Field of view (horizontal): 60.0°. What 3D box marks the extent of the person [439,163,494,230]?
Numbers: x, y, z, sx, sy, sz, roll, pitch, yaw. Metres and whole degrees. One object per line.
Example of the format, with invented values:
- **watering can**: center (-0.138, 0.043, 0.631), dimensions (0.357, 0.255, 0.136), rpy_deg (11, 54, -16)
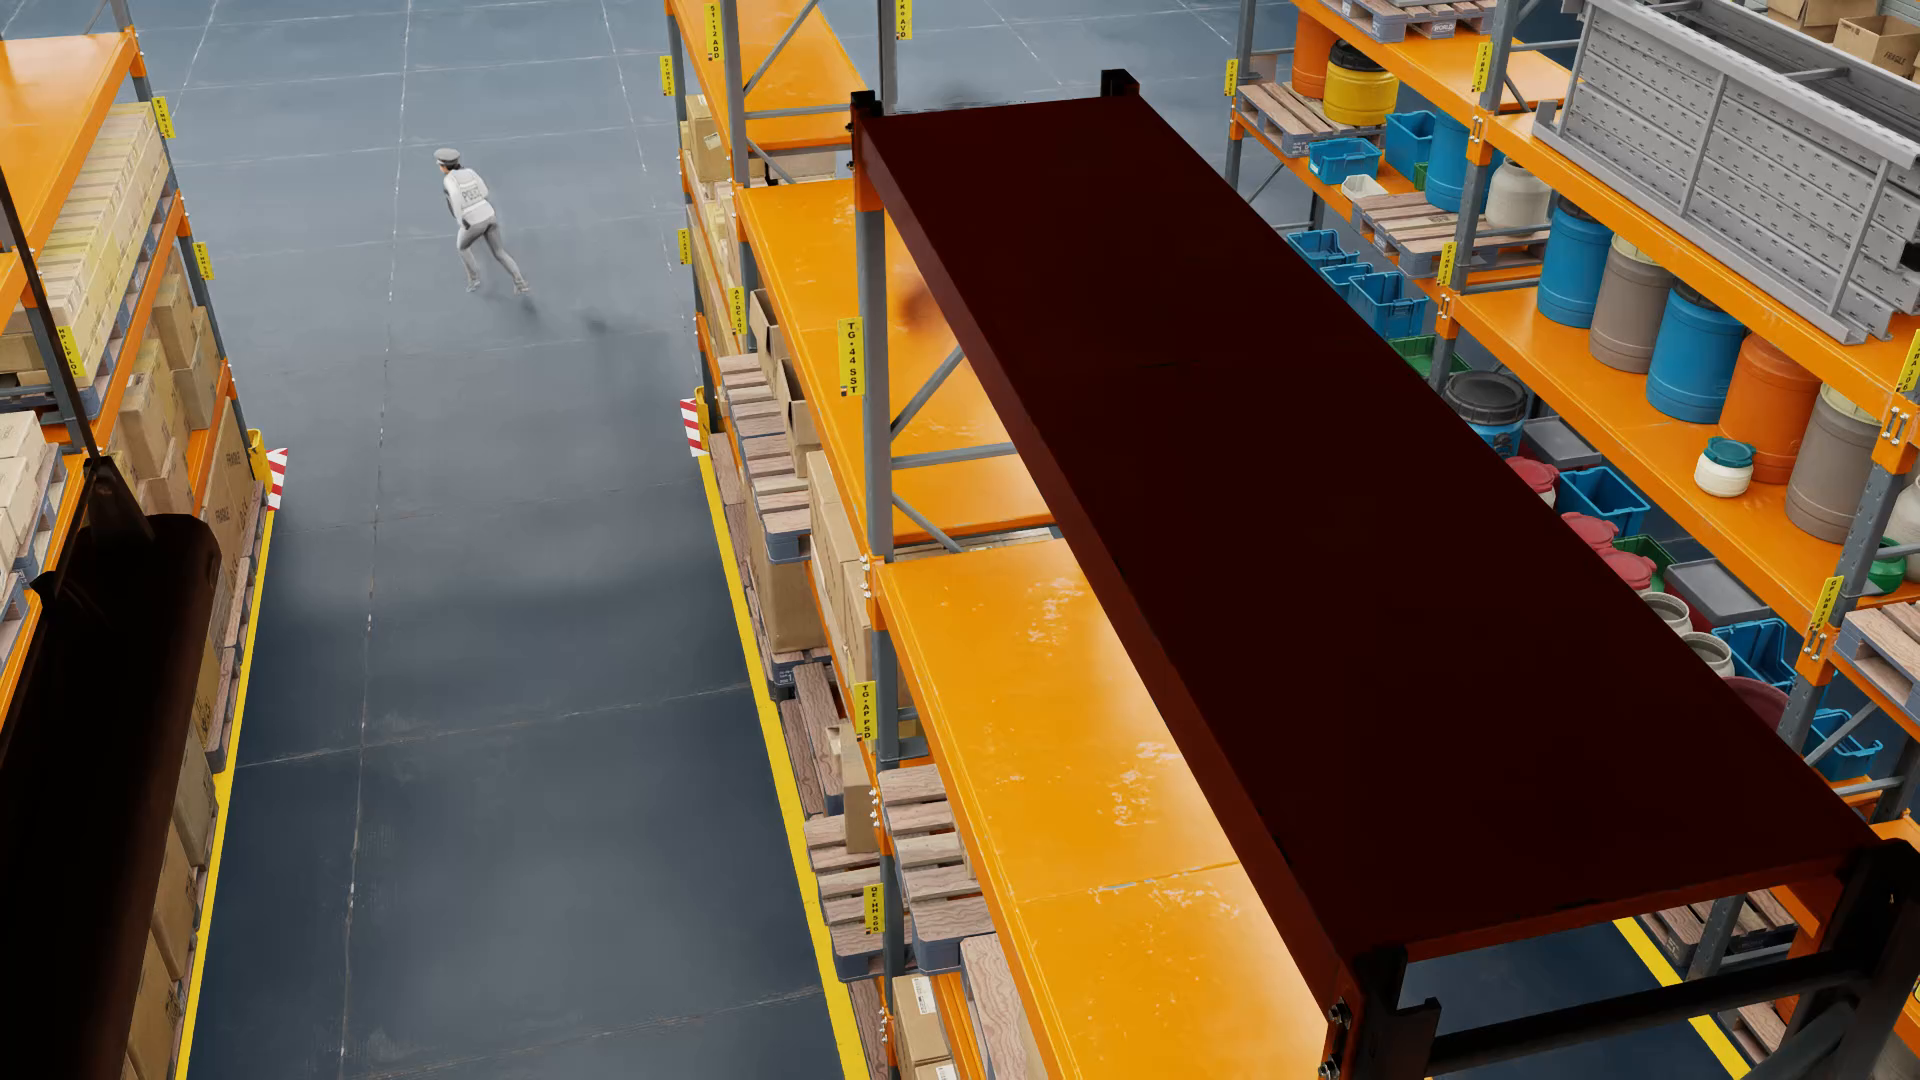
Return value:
- **person**: center (-5.193, -3.629, 17.277), dimensions (0.562, 0.736, 0.493), rpy_deg (16, 38, 22)
